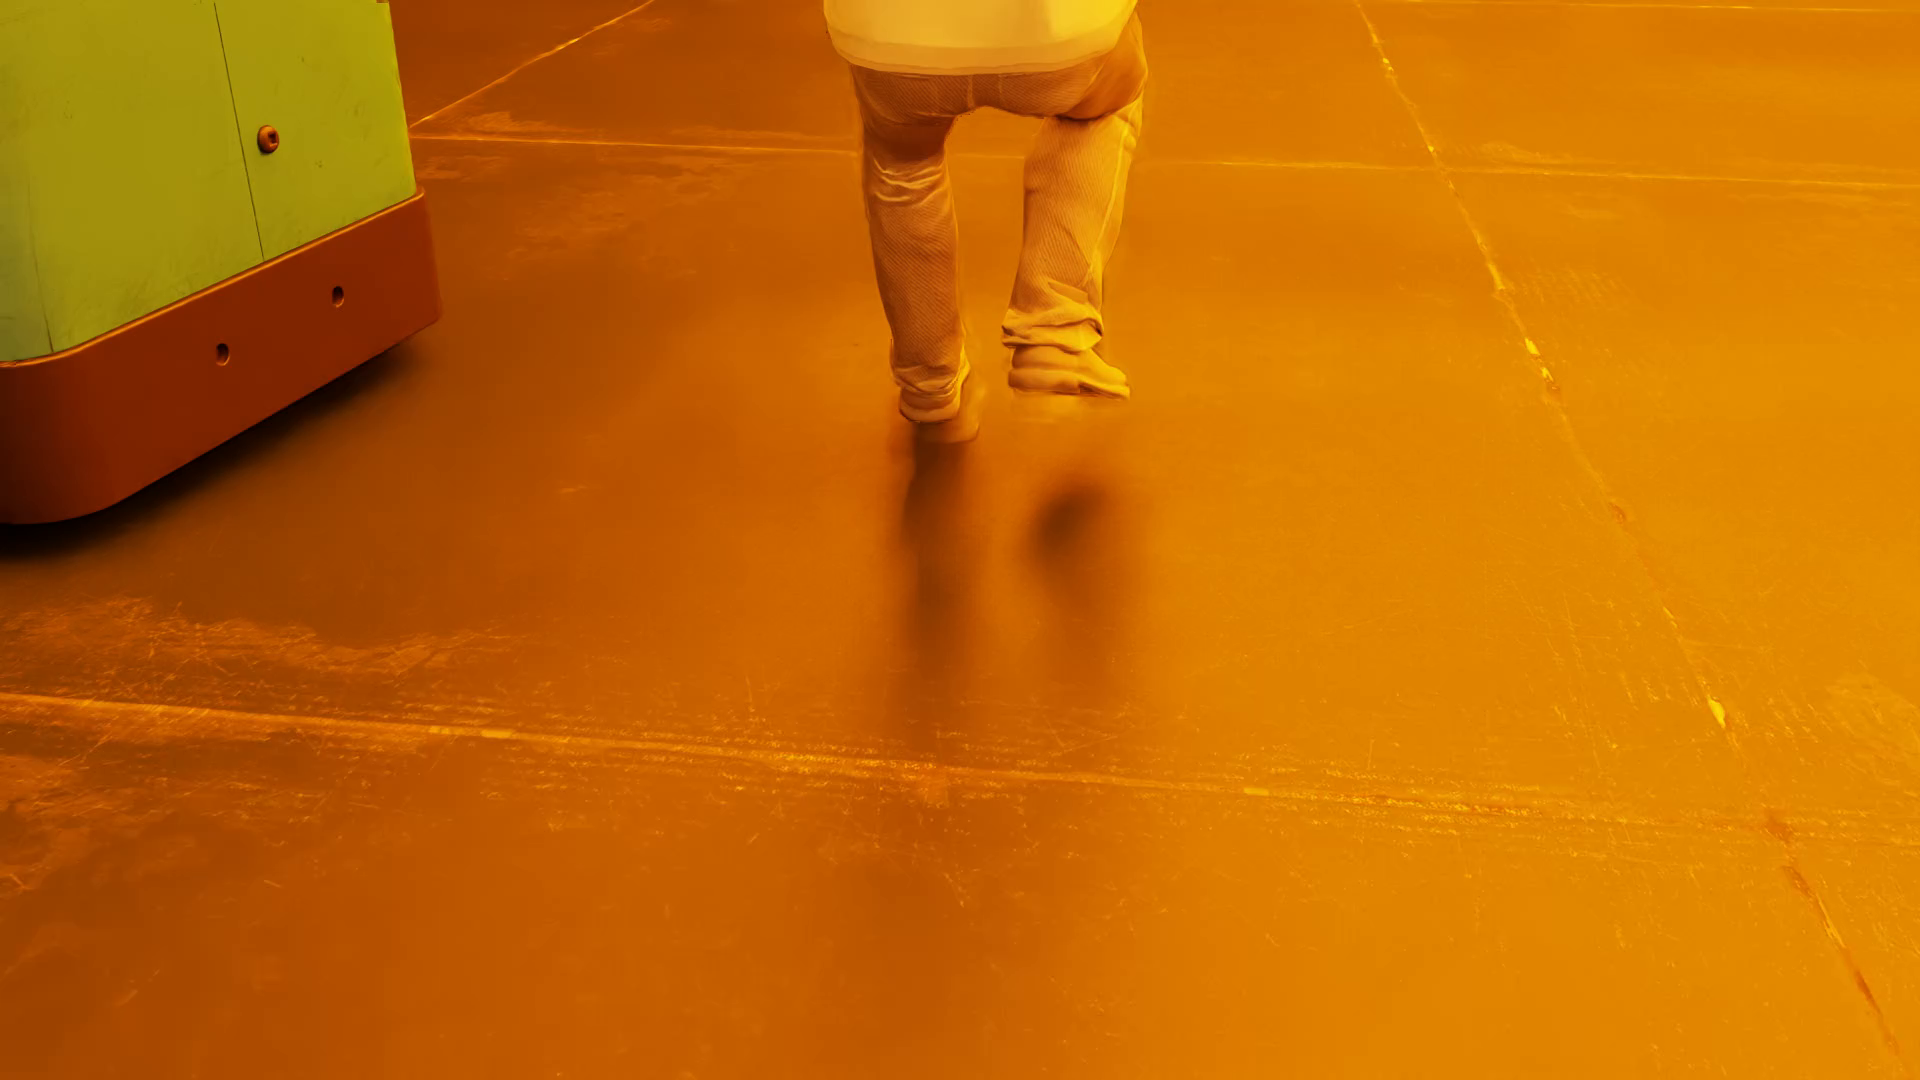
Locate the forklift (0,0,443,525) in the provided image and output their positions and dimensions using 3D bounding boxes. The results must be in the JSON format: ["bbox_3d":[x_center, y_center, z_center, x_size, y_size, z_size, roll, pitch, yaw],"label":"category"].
[{"bbox_3d":[-2.572,-1.673,2.570,3.031,2.935,1.130,8,27,15],"label":"forklift"}]

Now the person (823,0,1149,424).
[{"bbox_3d":[0.013,-0.869,2.449,1.170,1.617,0.800,4,27,9],"label":"person"}]
